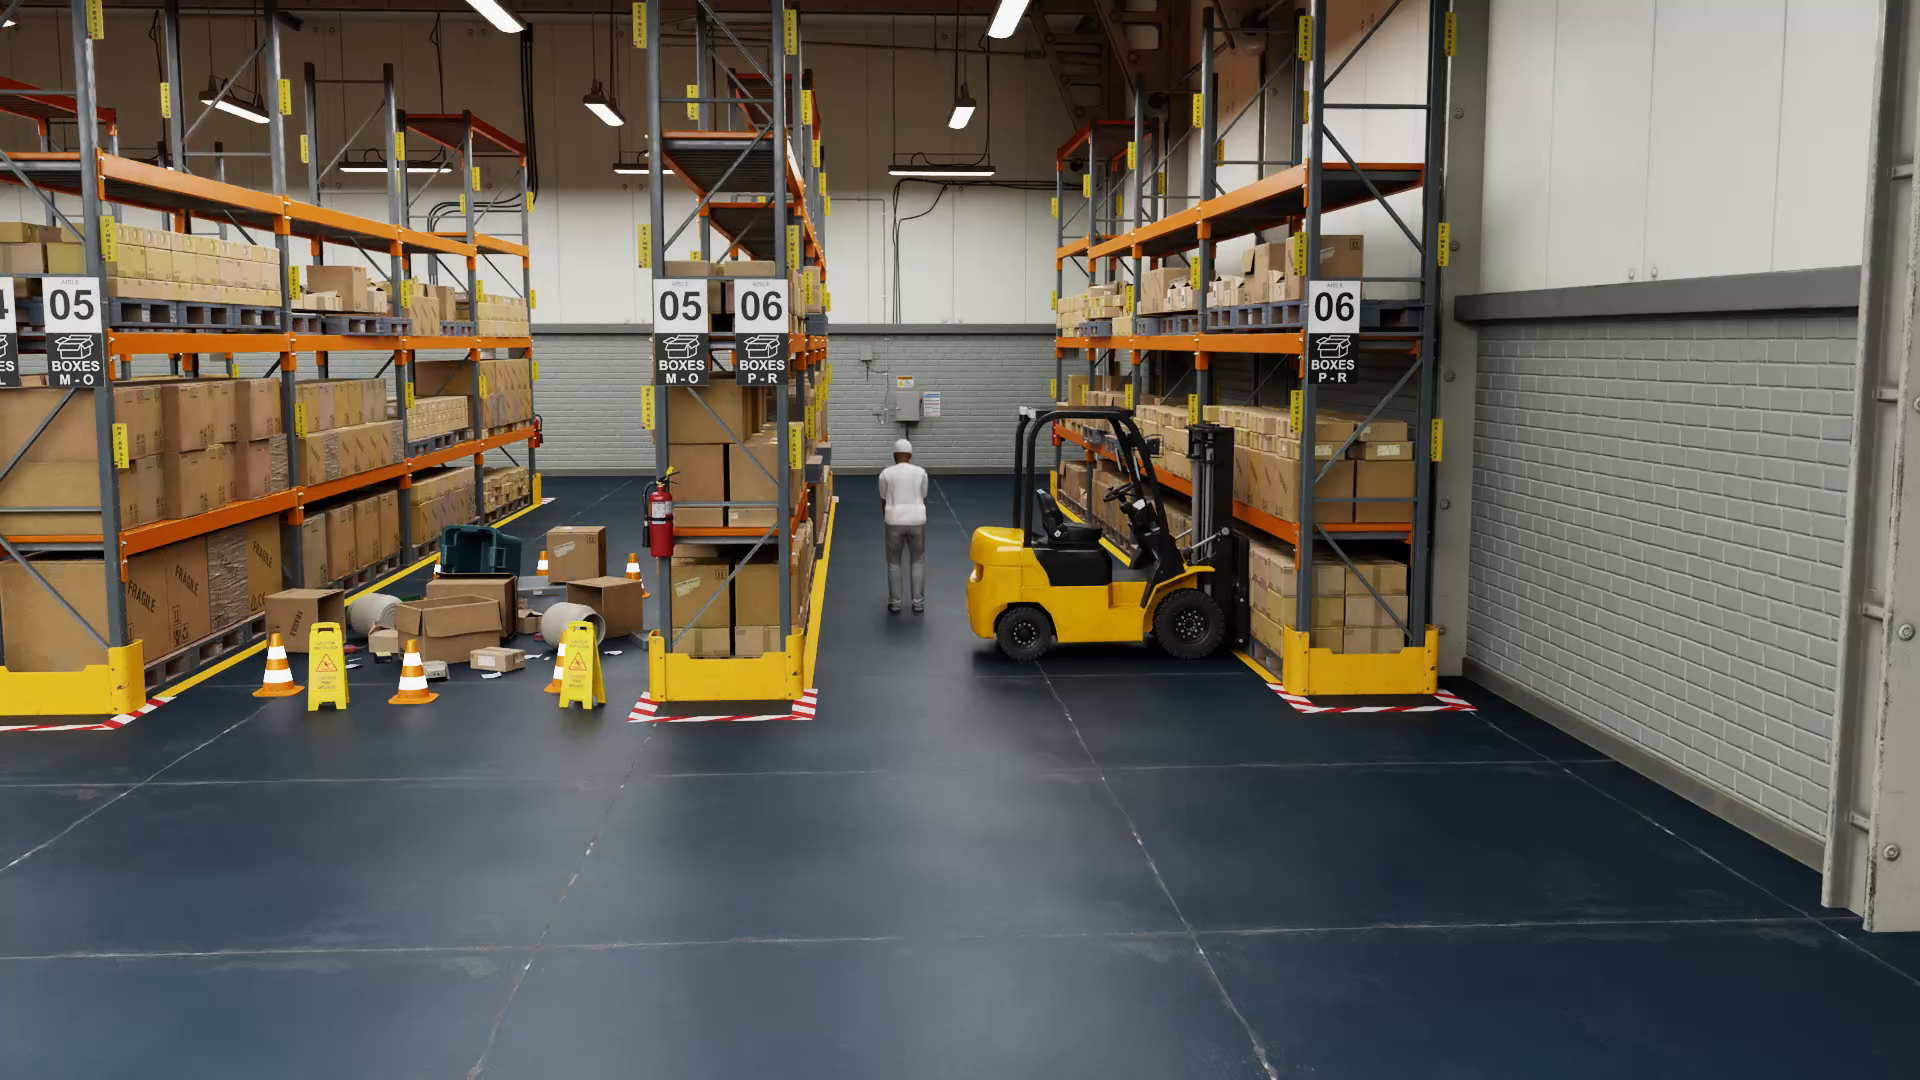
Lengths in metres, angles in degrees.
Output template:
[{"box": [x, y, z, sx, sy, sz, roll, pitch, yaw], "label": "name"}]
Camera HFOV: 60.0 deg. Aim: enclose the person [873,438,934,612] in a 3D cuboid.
[{"box": [-0.581, -0.156, 16.975, 0.634, 1.759, 0.460, -1, 7, -9], "label": "person"}]
